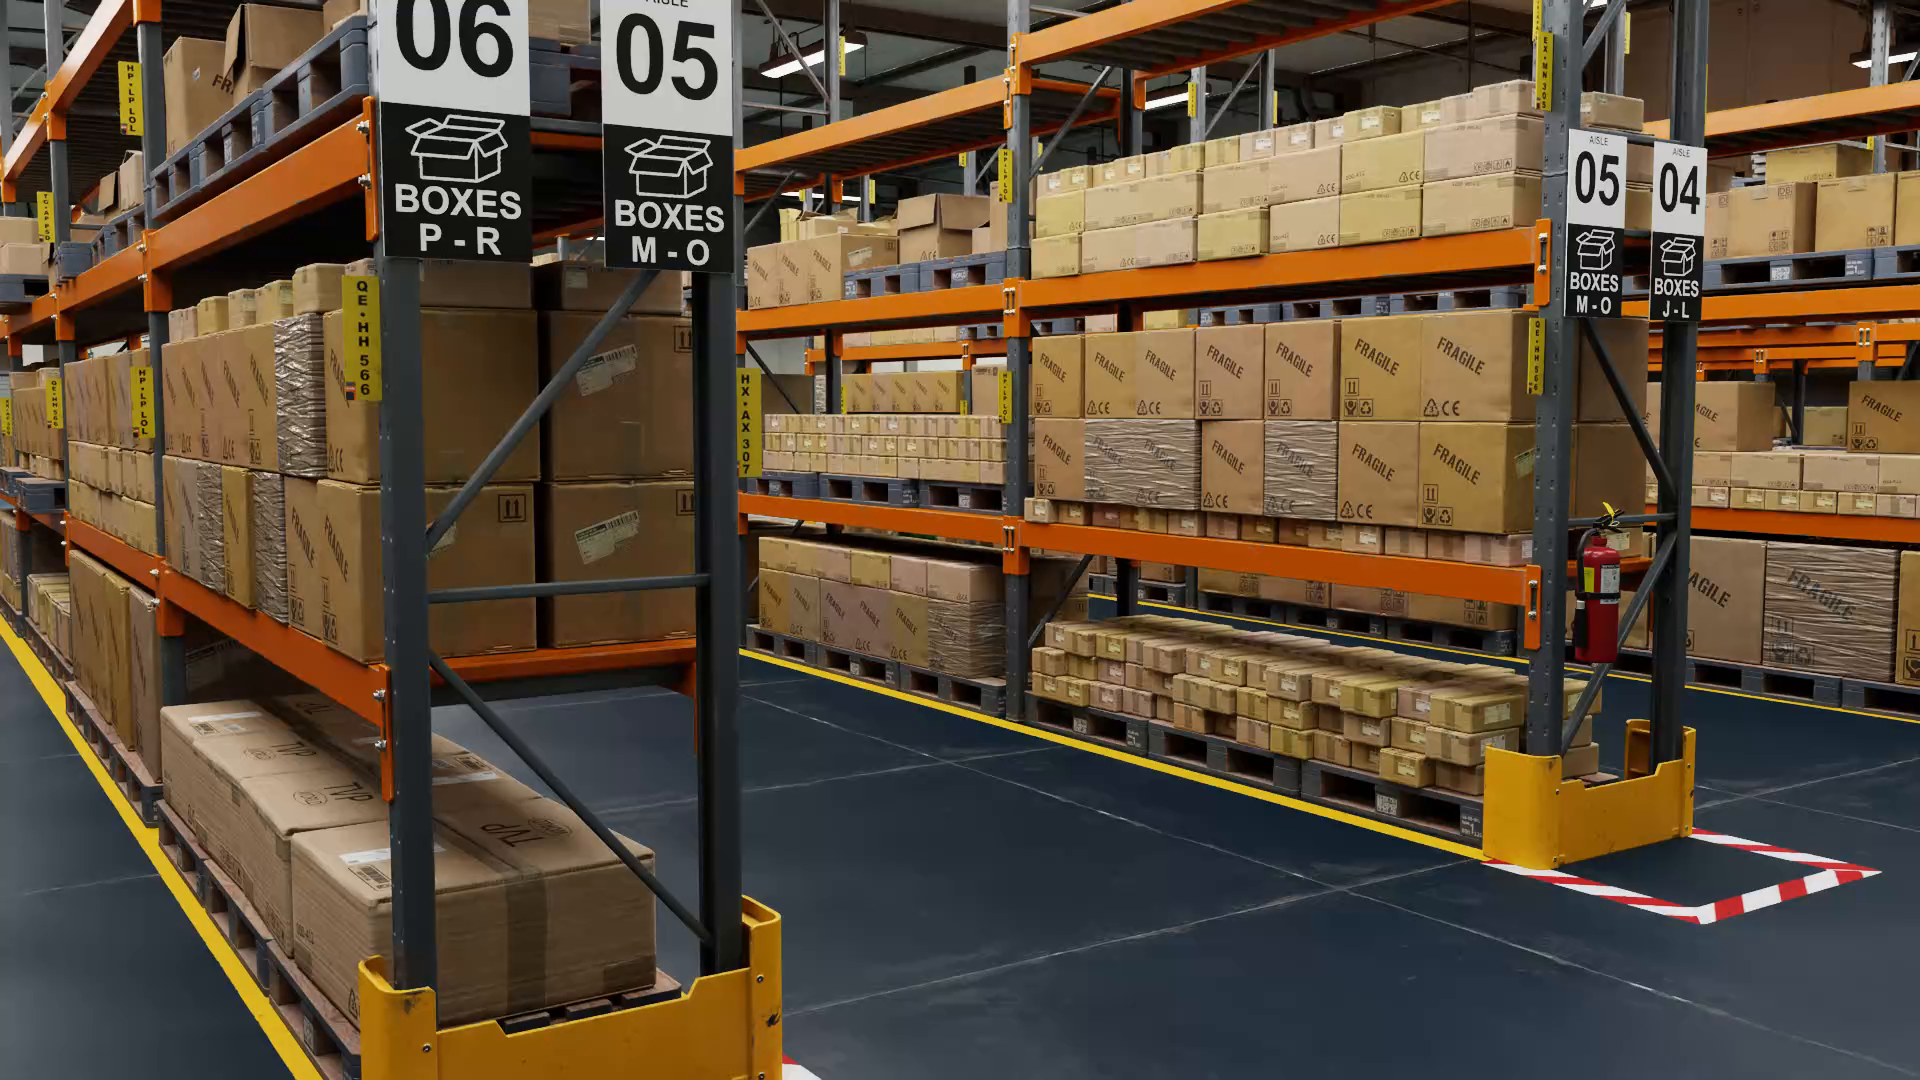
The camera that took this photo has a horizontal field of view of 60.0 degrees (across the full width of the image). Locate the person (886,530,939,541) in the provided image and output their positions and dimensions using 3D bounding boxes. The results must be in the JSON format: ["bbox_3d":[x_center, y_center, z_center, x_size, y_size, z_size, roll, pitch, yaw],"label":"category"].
[{"bbox_3d":[-0.419,-0.111,15.535,0.622,1.781,0.445,-4,6,-37],"label":"person"}]
